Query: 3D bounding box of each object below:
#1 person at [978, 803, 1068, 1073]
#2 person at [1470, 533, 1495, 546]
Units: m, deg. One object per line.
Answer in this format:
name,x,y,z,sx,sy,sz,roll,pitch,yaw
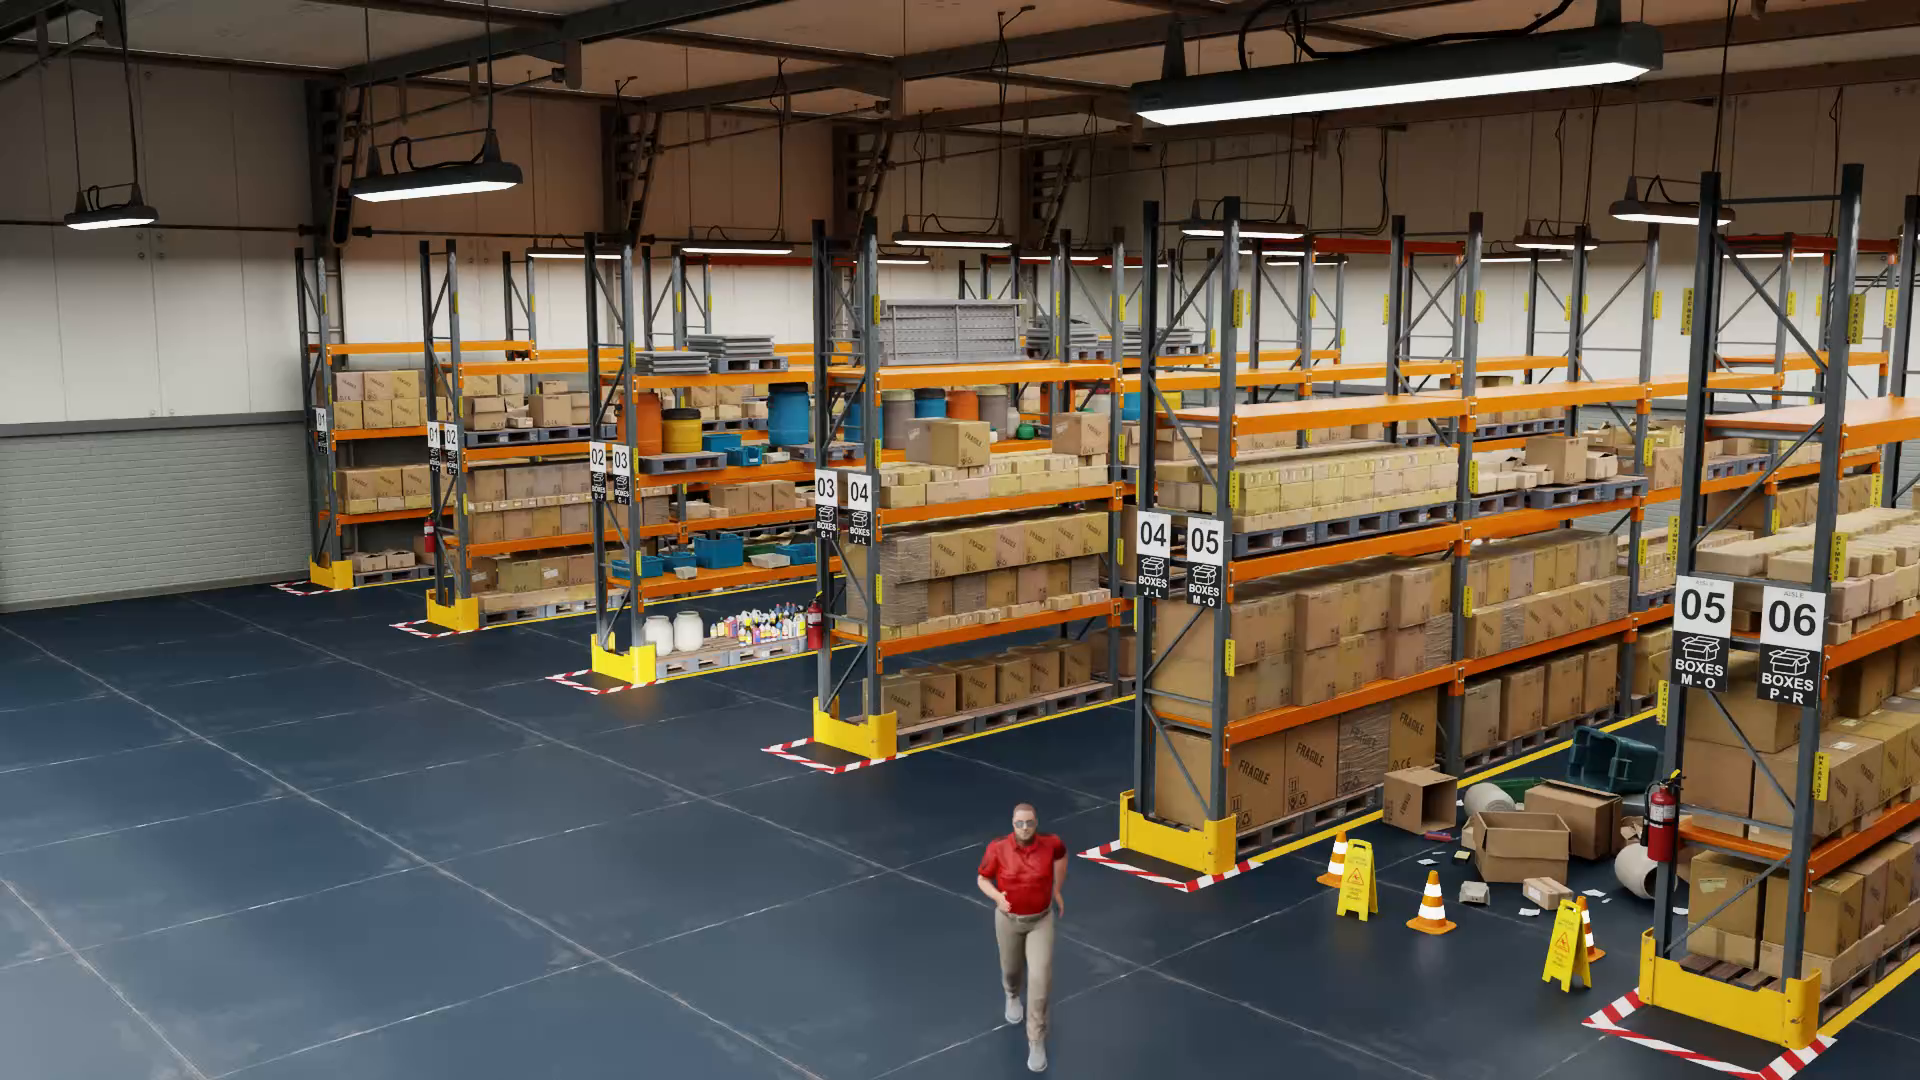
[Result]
person,0.433,2.639,11.484,0.618,1.748,0.953,1,8,4
person,7.961,0.624,25.212,0.711,1.754,0.877,8,11,42
